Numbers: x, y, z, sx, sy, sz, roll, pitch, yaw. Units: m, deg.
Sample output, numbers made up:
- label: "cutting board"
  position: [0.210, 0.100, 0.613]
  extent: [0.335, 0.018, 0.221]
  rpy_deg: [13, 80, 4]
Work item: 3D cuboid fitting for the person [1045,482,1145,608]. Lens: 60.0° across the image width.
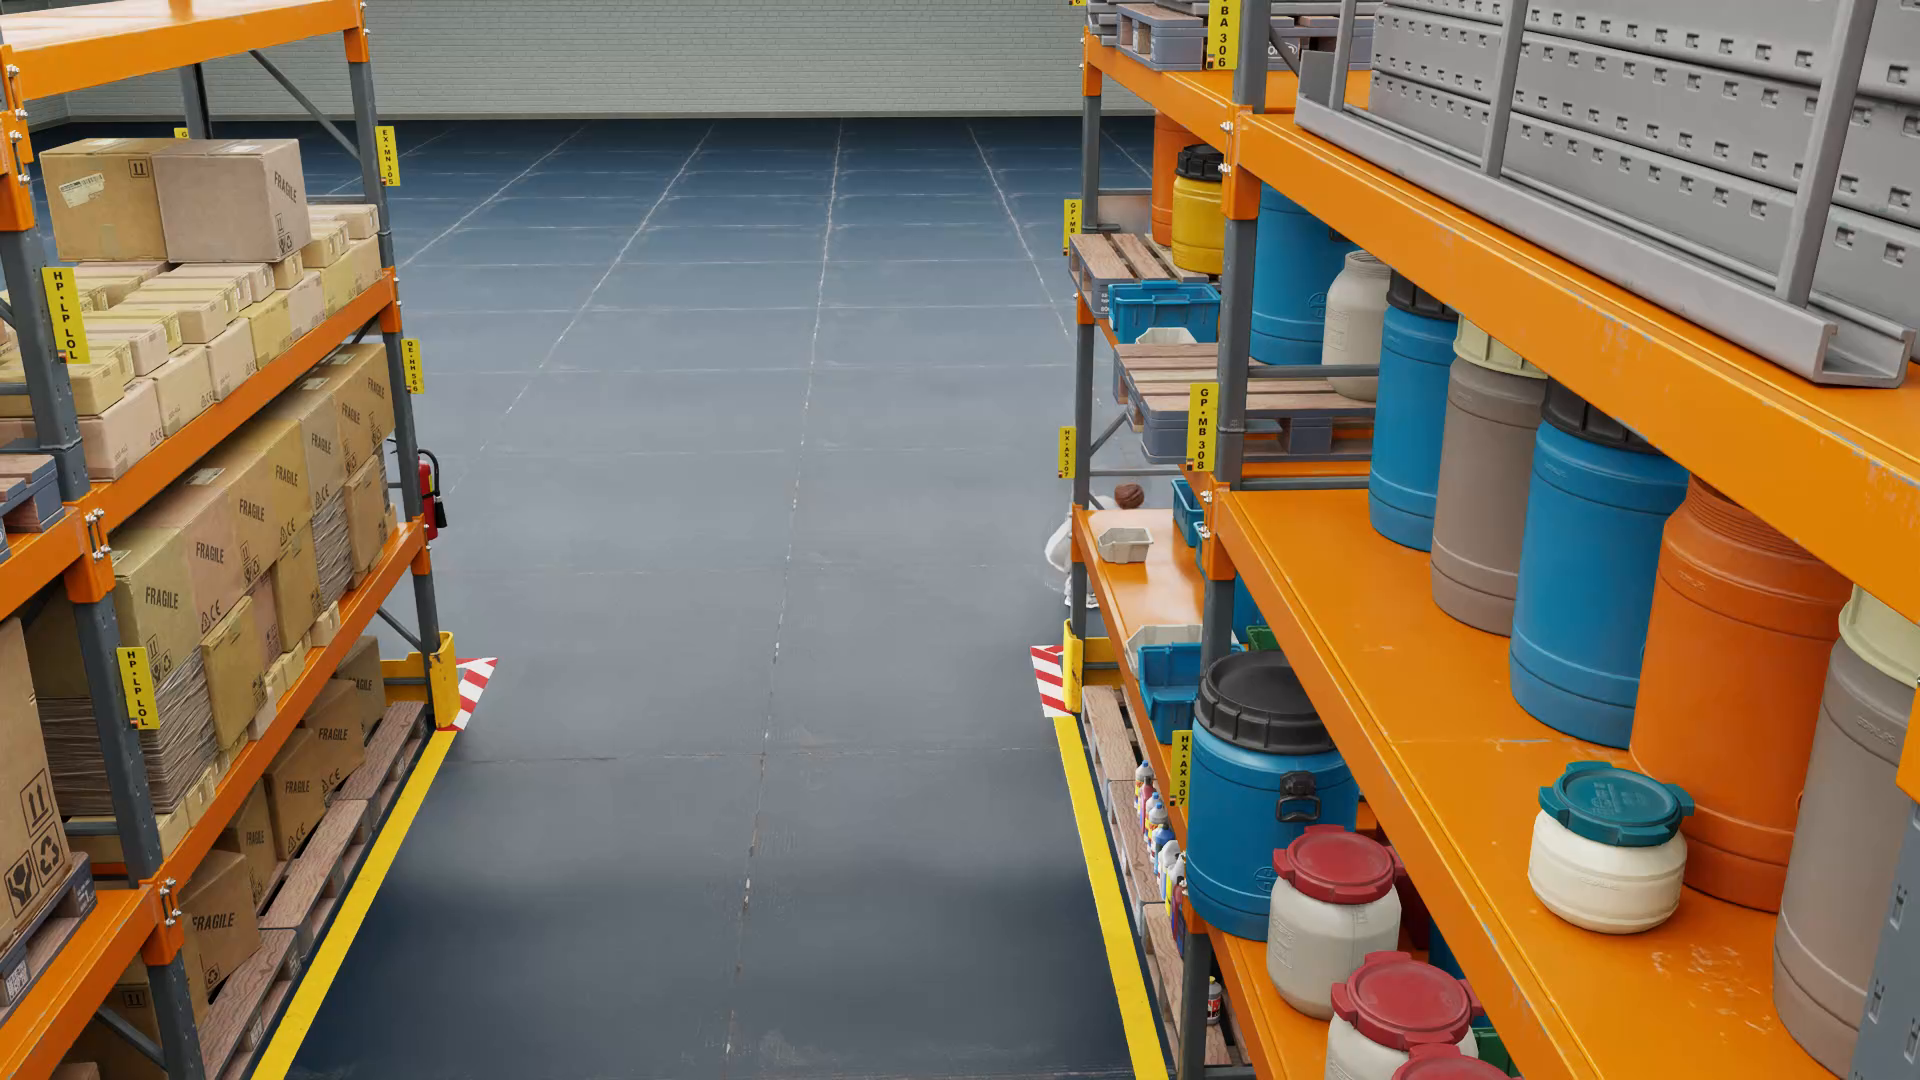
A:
- label: "person"
  position: [1.014, 0.028, 12.045]
  extent: [0.797, 0.879, 0.467]
  rpy_deg: [-1, 21, -3]
